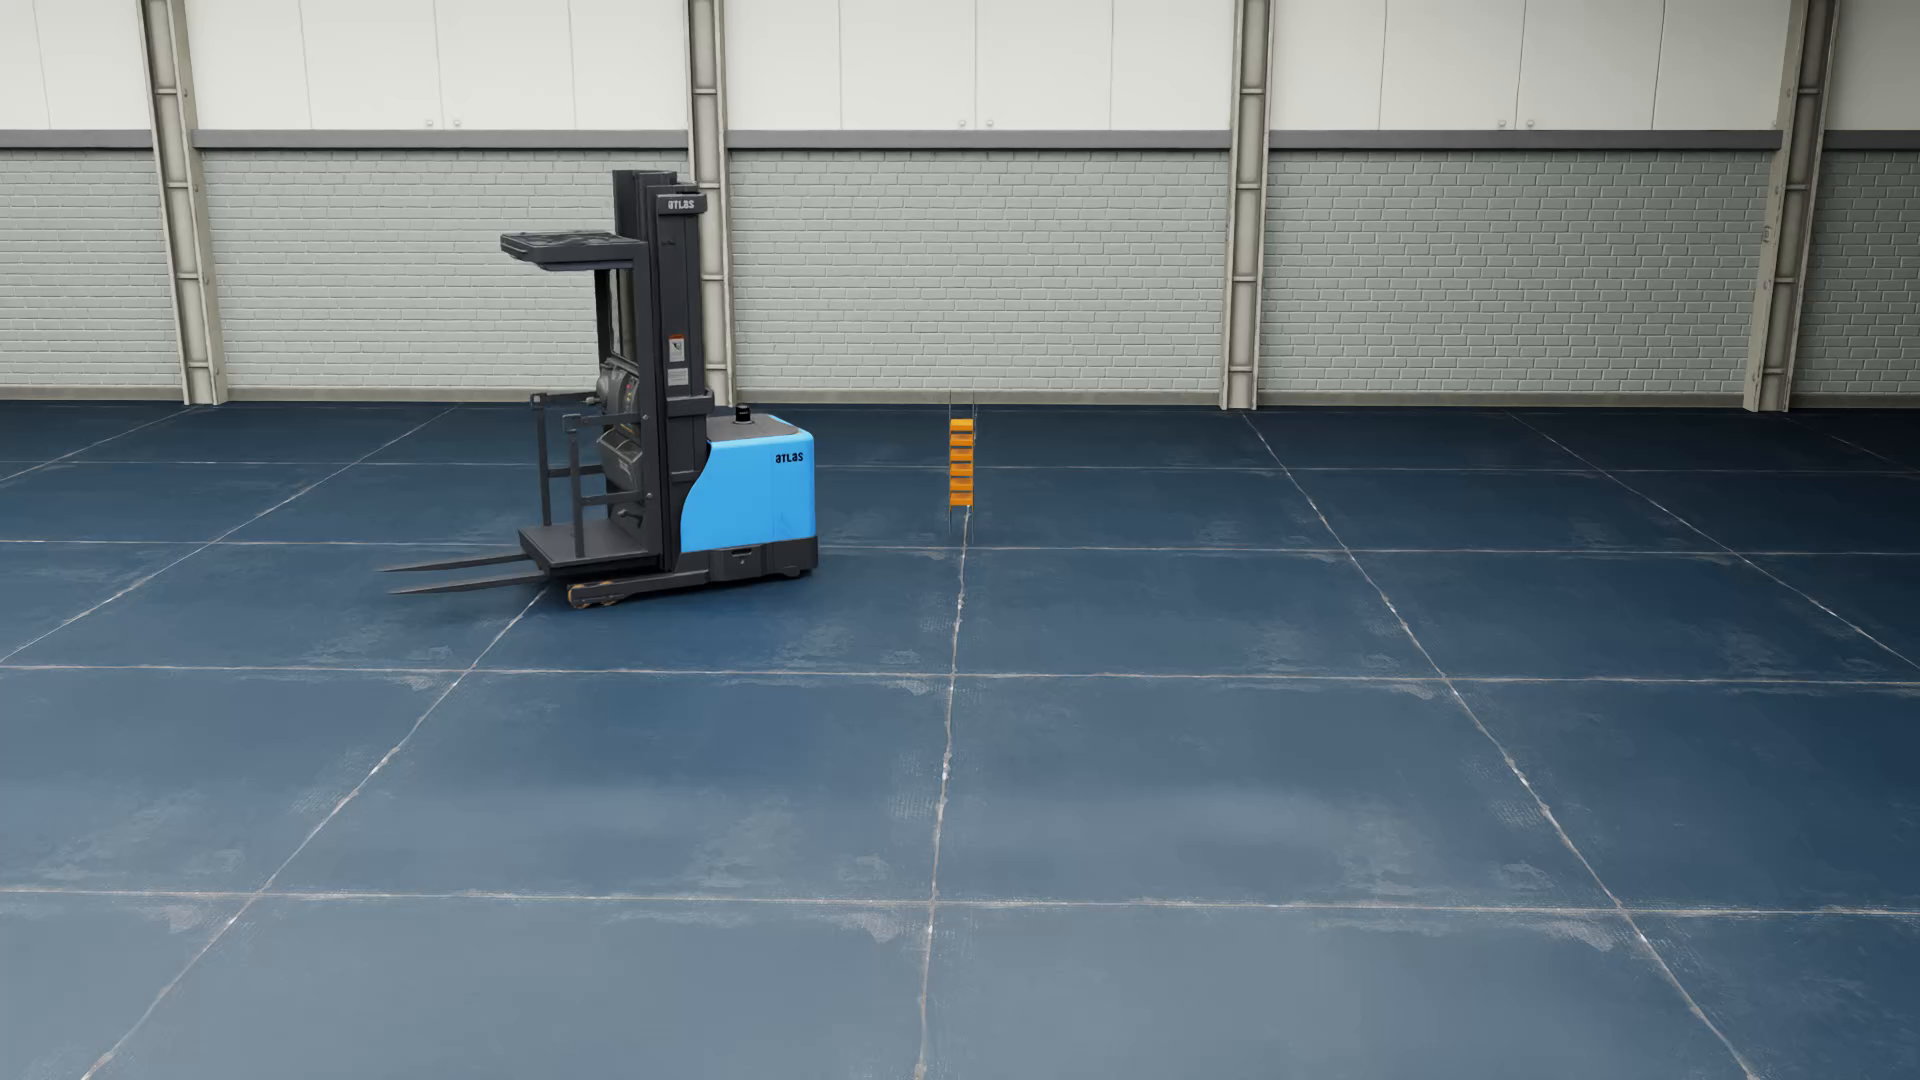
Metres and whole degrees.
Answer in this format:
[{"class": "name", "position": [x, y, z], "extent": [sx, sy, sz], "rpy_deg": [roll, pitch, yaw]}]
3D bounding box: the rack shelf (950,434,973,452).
[{"class": "rack shelf", "position": [0.014, -0.769, 13.137], "extent": [0.180, 0.103, 0.258], "rpy_deg": [0, 15, 1]}]

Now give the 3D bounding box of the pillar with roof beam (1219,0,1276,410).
[{"class": "pillar with roof beam", "position": [3.084, -4.783, 13.831], "extent": [0.400, 9.000, 9.100], "rpy_deg": [0, 15, 1]}]

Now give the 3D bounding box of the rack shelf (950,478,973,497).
[{"class": "rack shelf", "position": [0.014, -0.421, 13.229], "extent": [0.180, 0.103, 0.258], "rpy_deg": [0, 15, 1]}]

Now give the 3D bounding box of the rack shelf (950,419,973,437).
[{"class": "rack shelf", "position": [0.014, -0.885, 13.106], "extent": [0.180, 0.103, 0.258], "rpy_deg": [0, 15, 1]}]

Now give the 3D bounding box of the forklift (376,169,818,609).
[{"class": "forklift", "position": [-2.605, -1.094, 11.739], "extent": [3.031, 2.935, 1.130], "rpy_deg": [-7, 16, -26]}]

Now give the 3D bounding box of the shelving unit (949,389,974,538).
[{"class": "shelving unit", "position": [0.014, -0.580, 13.187], "extent": [0.189, 1.200, 0.258], "rpy_deg": [0, 15, 1]}]

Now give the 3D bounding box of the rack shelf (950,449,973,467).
[{"class": "rack shelf", "position": [0.014, -0.653, 13.167], "extent": [0.180, 0.103, 0.258], "rpy_deg": [0, 15, 1]}]

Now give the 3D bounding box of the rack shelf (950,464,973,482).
[{"class": "rack shelf", "position": [0.014, -0.537, 13.198], "extent": [0.180, 0.103, 0.258], "rpy_deg": [0, 15, 1]}]

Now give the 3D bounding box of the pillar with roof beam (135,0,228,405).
[{"class": "pillar with roof beam", "position": [-8.912, -4.862, 14.127], "extent": [0.400, 9.000, 9.100], "rpy_deg": [0, 15, 1]}]

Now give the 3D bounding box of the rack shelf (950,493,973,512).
[{"class": "rack shelf", "position": [0.014, -0.305, 13.259], "extent": [0.180, 0.103, 0.258], "rpy_deg": [0, 15, 1]}]

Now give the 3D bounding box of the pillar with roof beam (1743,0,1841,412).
[{"class": "pillar with roof beam", "position": [9.082, -4.744, 13.683], "extent": [0.400, 9.000, 9.100], "rpy_deg": [0, 15, 1]}]

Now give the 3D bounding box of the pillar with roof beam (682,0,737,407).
[{"class": "pillar with roof beam", "position": [-2.914, -4.823, 13.979], "extent": [0.400, 9.000, 9.100], "rpy_deg": [0, 15, 1]}]

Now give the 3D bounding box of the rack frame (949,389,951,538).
[{"class": "rack frame", "position": [-0.077, -0.581, 13.189], "extent": [0.006, 1.200, 0.240], "rpy_deg": [0, 15, 1]}]
